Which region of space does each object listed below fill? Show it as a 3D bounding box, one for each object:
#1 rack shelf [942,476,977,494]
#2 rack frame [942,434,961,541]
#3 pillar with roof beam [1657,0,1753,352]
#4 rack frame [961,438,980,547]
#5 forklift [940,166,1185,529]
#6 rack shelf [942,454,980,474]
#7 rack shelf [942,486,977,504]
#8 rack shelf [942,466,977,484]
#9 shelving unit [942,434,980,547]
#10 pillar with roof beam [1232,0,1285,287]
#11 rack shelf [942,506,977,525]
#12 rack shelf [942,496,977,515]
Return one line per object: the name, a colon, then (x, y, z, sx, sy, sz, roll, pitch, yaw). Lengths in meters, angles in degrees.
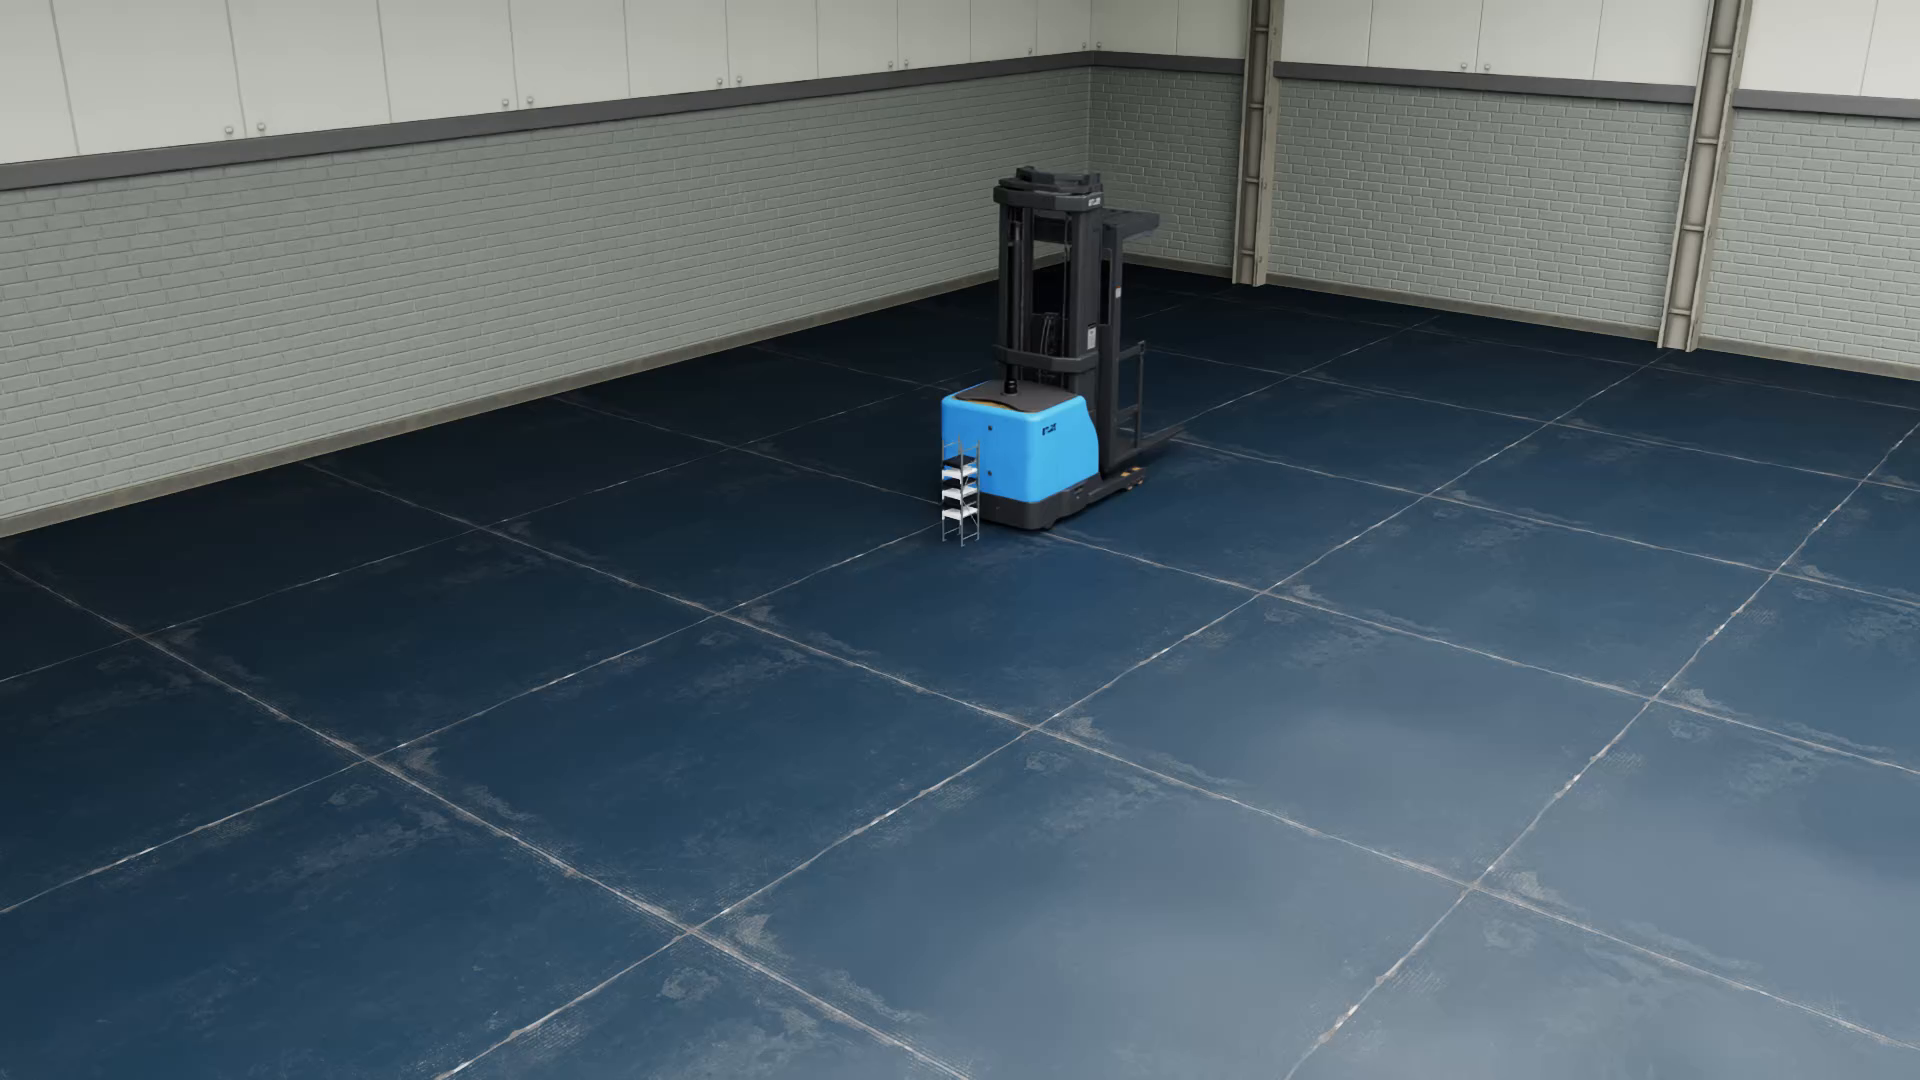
rack shelf: (0.006, -0.472, 13.985, 0.200, 0.077, 0.258, 16, 26, 36)
rack frame: (-0.072, -0.442, 14.065, 0.006, 0.900, 0.240, 16, 26, 36)
pillar with roof beam: (6.098, -5.403, 15.742, 0.400, 9.000, 9.100, 16, 26, 36)
rack frame: (0.085, -0.397, 13.944, 0.006, 0.900, 0.240, 16, 26, 36)
forklift: (1.086, -1.920, 15.107, 1.130, 2.935, 3.031, 14, 25, 33)
rack shelf: (0.006, -0.641, 13.921, 0.200, 0.077, 0.258, 16, 26, 36)
rack shelf: (0.006, -0.388, 14.016, 0.200, 0.077, 0.258, 16, 26, 36)
rack shelf: (0.006, -0.556, 13.953, 0.200, 0.077, 0.258, 16, 26, 36)
shelving unit: (0.006, -0.419, 14.005, 0.210, 0.900, 0.258, 16, 26, 36)
pillar with roof beam: (1.449, -6.742, 19.292, 0.400, 9.000, 9.100, 16, 26, 36)
rack shelf: (0.006, -0.220, 14.080, 0.200, 0.077, 0.258, 16, 26, 36)
rack shelf: (0.006, -0.304, 14.048, 0.200, 0.077, 0.258, 16, 26, 36)
